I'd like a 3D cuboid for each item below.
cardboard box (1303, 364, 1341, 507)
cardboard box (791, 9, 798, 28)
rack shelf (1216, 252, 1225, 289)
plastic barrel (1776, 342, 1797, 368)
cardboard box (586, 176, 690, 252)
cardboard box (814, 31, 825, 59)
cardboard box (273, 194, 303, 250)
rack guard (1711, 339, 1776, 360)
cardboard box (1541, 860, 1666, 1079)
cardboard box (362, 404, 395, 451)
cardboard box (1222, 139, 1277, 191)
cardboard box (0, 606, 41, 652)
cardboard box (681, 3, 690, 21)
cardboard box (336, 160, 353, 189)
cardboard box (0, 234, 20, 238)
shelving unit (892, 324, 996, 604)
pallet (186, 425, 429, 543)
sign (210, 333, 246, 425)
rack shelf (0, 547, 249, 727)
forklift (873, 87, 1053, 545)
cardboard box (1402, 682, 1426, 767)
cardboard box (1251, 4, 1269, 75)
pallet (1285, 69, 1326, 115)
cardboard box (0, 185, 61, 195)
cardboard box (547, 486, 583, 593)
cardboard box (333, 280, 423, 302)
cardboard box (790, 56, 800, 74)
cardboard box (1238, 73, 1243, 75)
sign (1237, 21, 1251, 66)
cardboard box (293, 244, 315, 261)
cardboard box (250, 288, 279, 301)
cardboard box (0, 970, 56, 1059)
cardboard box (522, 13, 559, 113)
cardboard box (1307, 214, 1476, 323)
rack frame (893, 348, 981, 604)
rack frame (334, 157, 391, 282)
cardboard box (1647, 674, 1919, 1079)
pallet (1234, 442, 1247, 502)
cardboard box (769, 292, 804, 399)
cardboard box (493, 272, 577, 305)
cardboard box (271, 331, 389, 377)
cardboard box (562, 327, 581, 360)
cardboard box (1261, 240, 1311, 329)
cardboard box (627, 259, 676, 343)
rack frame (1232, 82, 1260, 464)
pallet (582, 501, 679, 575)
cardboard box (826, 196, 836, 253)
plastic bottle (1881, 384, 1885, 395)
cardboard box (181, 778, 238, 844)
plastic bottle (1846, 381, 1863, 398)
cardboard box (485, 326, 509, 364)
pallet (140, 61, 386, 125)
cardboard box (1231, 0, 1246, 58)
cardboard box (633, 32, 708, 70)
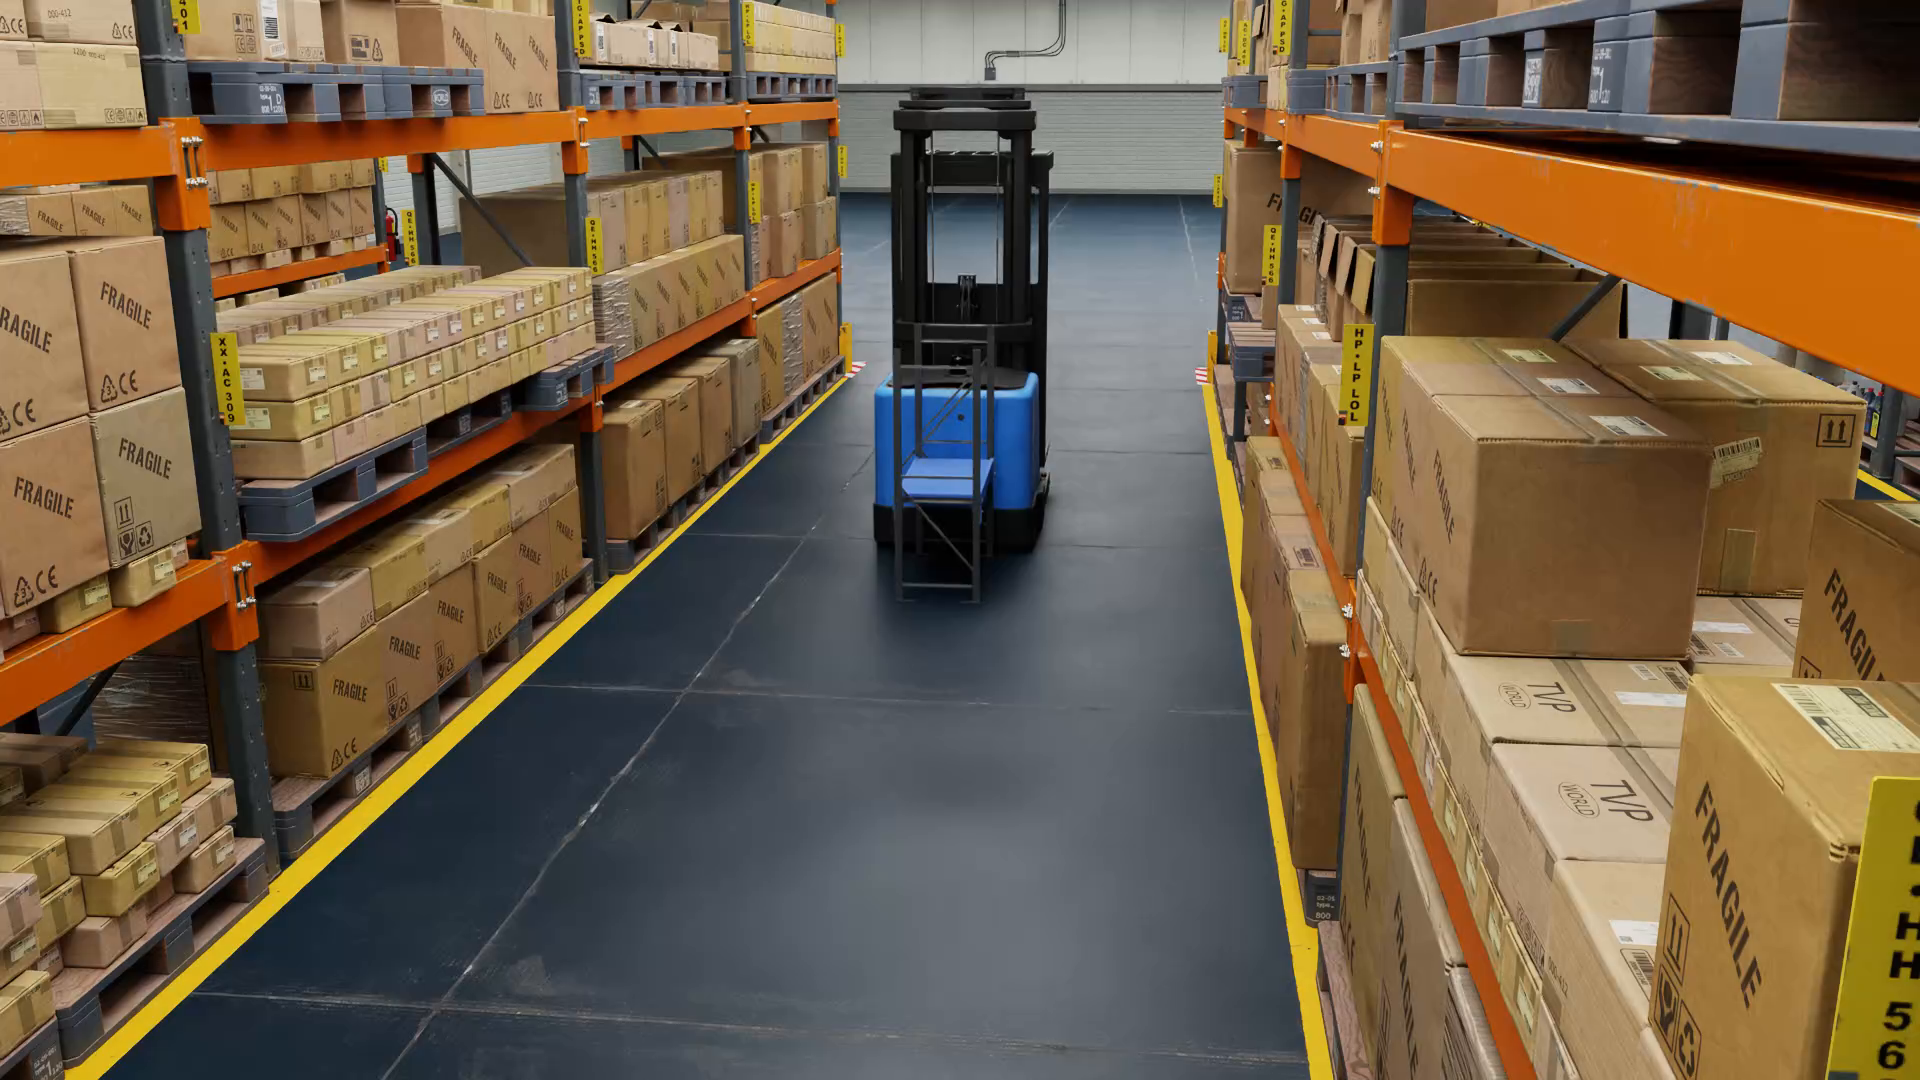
[{"bbox_3d":[1.697,-0.430,6.813,0.500,0.500,0.500,2,15,6],"label":"cardboard box"},{"bbox_3d":[-1.663,-4.677,14.923,0.380,0.149,0.250,2,15,6],"label":"cardboard box"},{"bbox_3d":[2.929,-2.234,15.057,1.077,0.370,4.000,2,15,6],"label":"rack shelf"},{"bbox_3d":[8.078,-1.783,15.973,0.421,0.512,0.421,0,15,0],"label":"plastic barrel"},{"bbox_3d":[-2.377,-2.373,12.084,0.700,0.500,0.500,2,15,7],"label":"cardboard box"},{"bbox_3d":[-1.597,-4.778,16.061,0.500,0.250,0.500,2,15,6],"label":"cardboard box"},{"bbox_3d":[-6.676,-3.045,15.915,0.500,0.500,0.500,2,15,7],"label":"cardboard box"},{"bbox_3d":[8.115,-1.727,16.591,1.175,0.500,0.348,2,15,6],"label":"rack guard"},{"bbox_3d":[1.199,0.713,2.496,0.500,0.250,0.500,1,15,5],"label":"cardboard box"},{"bbox_3d":[-2.557,-0.467,6.821,0.380,0.149,0.250,2,15,7],"label":"cardboard box"},{"bbox_3d":[2.822,-3.640,16.202,0.500,0.500,0.500,2,15,6],"label":"cardboard box"},{"bbox_3d":[-3.023,0.244,4.994,0.380,0.149,0.250,1,15,5],"label":"cardboard box"},{"bbox_3d":[-2.460,-4.368,13.780,0.380,0.149,0.250,2,15,6],"label":"cardboard box"},{"bbox_3d":[-6.597,-3.797,16.780,0.700,0.500,0.500,2,15,7],"label":"cardboard box"},{"bbox_3d":[-3.409,-0.725,5.420,0.500,0.500,0.500,2,15,8],"label":"cardboard box"},{"bbox_3d":[-0.084,-0.488,10.095,0.538,1.500,1.048,1,15,5],"label":"shelving unit"},{"bbox_3d":[-2.885,-0.262,6.751,1.003,0.211,1.213,2,15,6],"label":"pallet"},{"bbox_3d":[-2.576,-0.564,5.844,0.100,0.325,0.005,2,15,6],"label":"sign"},{"bbox_3d":[-3.341,0.706,4.185,1.077,0.370,4.000,2,15,6],"label":"rack shelf"},{"bbox_3d":[0.092,-1.713,11.883,1.130,2.935,3.031,1,15,5],"label":"forklift"},{"bbox_3d":[1.322,0.471,4.155,0.380,0.149,0.250,1,15,5],"label":"cardboard box"},{"bbox_3d":[2.552,-3.645,12.145,0.797,0.503,0.637,1,15,3],"label":"cardboard box"},{"bbox_3d":[2.232,-2.214,8.218,1.213,0.211,1.003,2,15,9],"label":"pallet"},{"bbox_3d":[-7.043,-2.685,12.538,0.380,0.149,0.250,1,15,4],"label":"cardboard box"},{"bbox_3d":[-2.479,-0.016,9.457,0.500,0.500,0.500,2,15,6],"label":"cardboard box"},{"bbox_3d":[-2.999,-1.250,8.577,0.380,0.149,0.250,1,15,4],"label":"cardboard box"},{"bbox_3d":[-1.663,-4.292,15.027,0.380,0.149,0.250,2,15,7],"label":"cardboard box"},{"bbox_3d":[2.617,-3.832,14.128,0.500,0.250,0.500,2,15,6],"label":"cardboard box"},{"bbox_3d":[2.164,-3.775,12.638,0.100,0.325,0.005,2,15,6],"label":"sign"},{"bbox_3d":[-6.596,-2.834,16.378,0.380,0.149,0.250,2,15,6],"label":"cardboard box"},{"bbox_3d":[-6.651,-2.284,15.648,0.380,0.149,0.250,3,15,9],"label":"cardboard box"},{"bbox_3d":[-2.938,1.393,4.920,0.380,0.149,0.250,2,15,6],"label":"cardboard box"},{"bbox_3d":[-2.476,-2.539,8.866,0.500,0.500,0.500,2,15,6],"label":"cardboard box"},{"bbox_3d":[2.154,-1.369,8.365,0.797,0.503,0.637,2,15,8],"label":"cardboard box"},{"bbox_3d":[-0.132,-0.356,9.607,0.500,1.500,0.032,1,15,5],"label":"rack frame"},{"bbox_3d":[-6.692,-3.392,17.961,1.000,3.000,0.127,2,15,6],"label":"rack frame"},{"bbox_3d":[1.144,0.482,1.914,0.500,0.500,0.500,2,15,7],"label":"cardboard box"},{"bbox_3d":[2.617,-0.515,12.662,1.003,0.211,1.213,2,15,6],"label":"pallet"},{"bbox_3d":[-1.975,-1.807,15.365,0.875,0.875,0.875,2,15,7],"label":"cardboard box"},{"bbox_3d":[-2.295,-1.361,8.985,0.380,0.149,0.250,2,15,6],"label":"cardboard box"},{"bbox_3d":[-2.557,-0.757,6.751,0.380,0.149,0.250,2,15,7],"label":"cardboard box"},{"bbox_3d":[-2.293,-1.074,9.062,0.380,0.149,0.250,2,15,6],"label":"cardboard box"},{"bbox_3d":[2.237,-1.566,10.209,0.700,0.500,0.500,4,16,15],"label":"cardboard box"},{"bbox_3d":[-2.234,-1.617,11.205,0.500,0.500,0.500,2,15,6],"label":"cardboard box"},{"bbox_3d":[2.704,-2.063,13.045,1.000,3.000,0.127,2,15,6],"label":"rack frame"},{"bbox_3d":[-2.501,-0.054,10.958,1.003,0.211,1.213,2,15,6],"label":"pallet"},{"bbox_3d":[-1.759,-3.248,17.139,0.875,0.550,0.550,2,15,6],"label":"cardboard box"},{"bbox_3d":[8.143,-1.305,14.602,0.061,0.283,0.133,2,15,6],"label":"plastic bottle"},{"bbox_3d":[-2.836,0.960,5.951,0.380,0.149,0.250,2,15,7],"label":"cardboard box"},{"bbox_3d":[7.469,-1.160,13.937,0.144,0.351,0.185,2,15,6],"label":"plastic bottle"},{"bbox_3d":[-2.411,-0.947,8.024,0.380,0.149,0.250,2,15,8],"label":"cardboard box"},{"bbox_3d":[-2.940,-1.675,6.222,1.213,0.211,1.003,2,15,6],"label":"pallet"},{"bbox_3d":[2.719,-4.605,14.979,0.500,0.500,0.500,2,15,6],"label":"cardboard box"},{"bbox_3d":[-2.134,-3.535,12.034,0.500,0.250,0.500,2,15,6],"label":"cardboard box"}]
